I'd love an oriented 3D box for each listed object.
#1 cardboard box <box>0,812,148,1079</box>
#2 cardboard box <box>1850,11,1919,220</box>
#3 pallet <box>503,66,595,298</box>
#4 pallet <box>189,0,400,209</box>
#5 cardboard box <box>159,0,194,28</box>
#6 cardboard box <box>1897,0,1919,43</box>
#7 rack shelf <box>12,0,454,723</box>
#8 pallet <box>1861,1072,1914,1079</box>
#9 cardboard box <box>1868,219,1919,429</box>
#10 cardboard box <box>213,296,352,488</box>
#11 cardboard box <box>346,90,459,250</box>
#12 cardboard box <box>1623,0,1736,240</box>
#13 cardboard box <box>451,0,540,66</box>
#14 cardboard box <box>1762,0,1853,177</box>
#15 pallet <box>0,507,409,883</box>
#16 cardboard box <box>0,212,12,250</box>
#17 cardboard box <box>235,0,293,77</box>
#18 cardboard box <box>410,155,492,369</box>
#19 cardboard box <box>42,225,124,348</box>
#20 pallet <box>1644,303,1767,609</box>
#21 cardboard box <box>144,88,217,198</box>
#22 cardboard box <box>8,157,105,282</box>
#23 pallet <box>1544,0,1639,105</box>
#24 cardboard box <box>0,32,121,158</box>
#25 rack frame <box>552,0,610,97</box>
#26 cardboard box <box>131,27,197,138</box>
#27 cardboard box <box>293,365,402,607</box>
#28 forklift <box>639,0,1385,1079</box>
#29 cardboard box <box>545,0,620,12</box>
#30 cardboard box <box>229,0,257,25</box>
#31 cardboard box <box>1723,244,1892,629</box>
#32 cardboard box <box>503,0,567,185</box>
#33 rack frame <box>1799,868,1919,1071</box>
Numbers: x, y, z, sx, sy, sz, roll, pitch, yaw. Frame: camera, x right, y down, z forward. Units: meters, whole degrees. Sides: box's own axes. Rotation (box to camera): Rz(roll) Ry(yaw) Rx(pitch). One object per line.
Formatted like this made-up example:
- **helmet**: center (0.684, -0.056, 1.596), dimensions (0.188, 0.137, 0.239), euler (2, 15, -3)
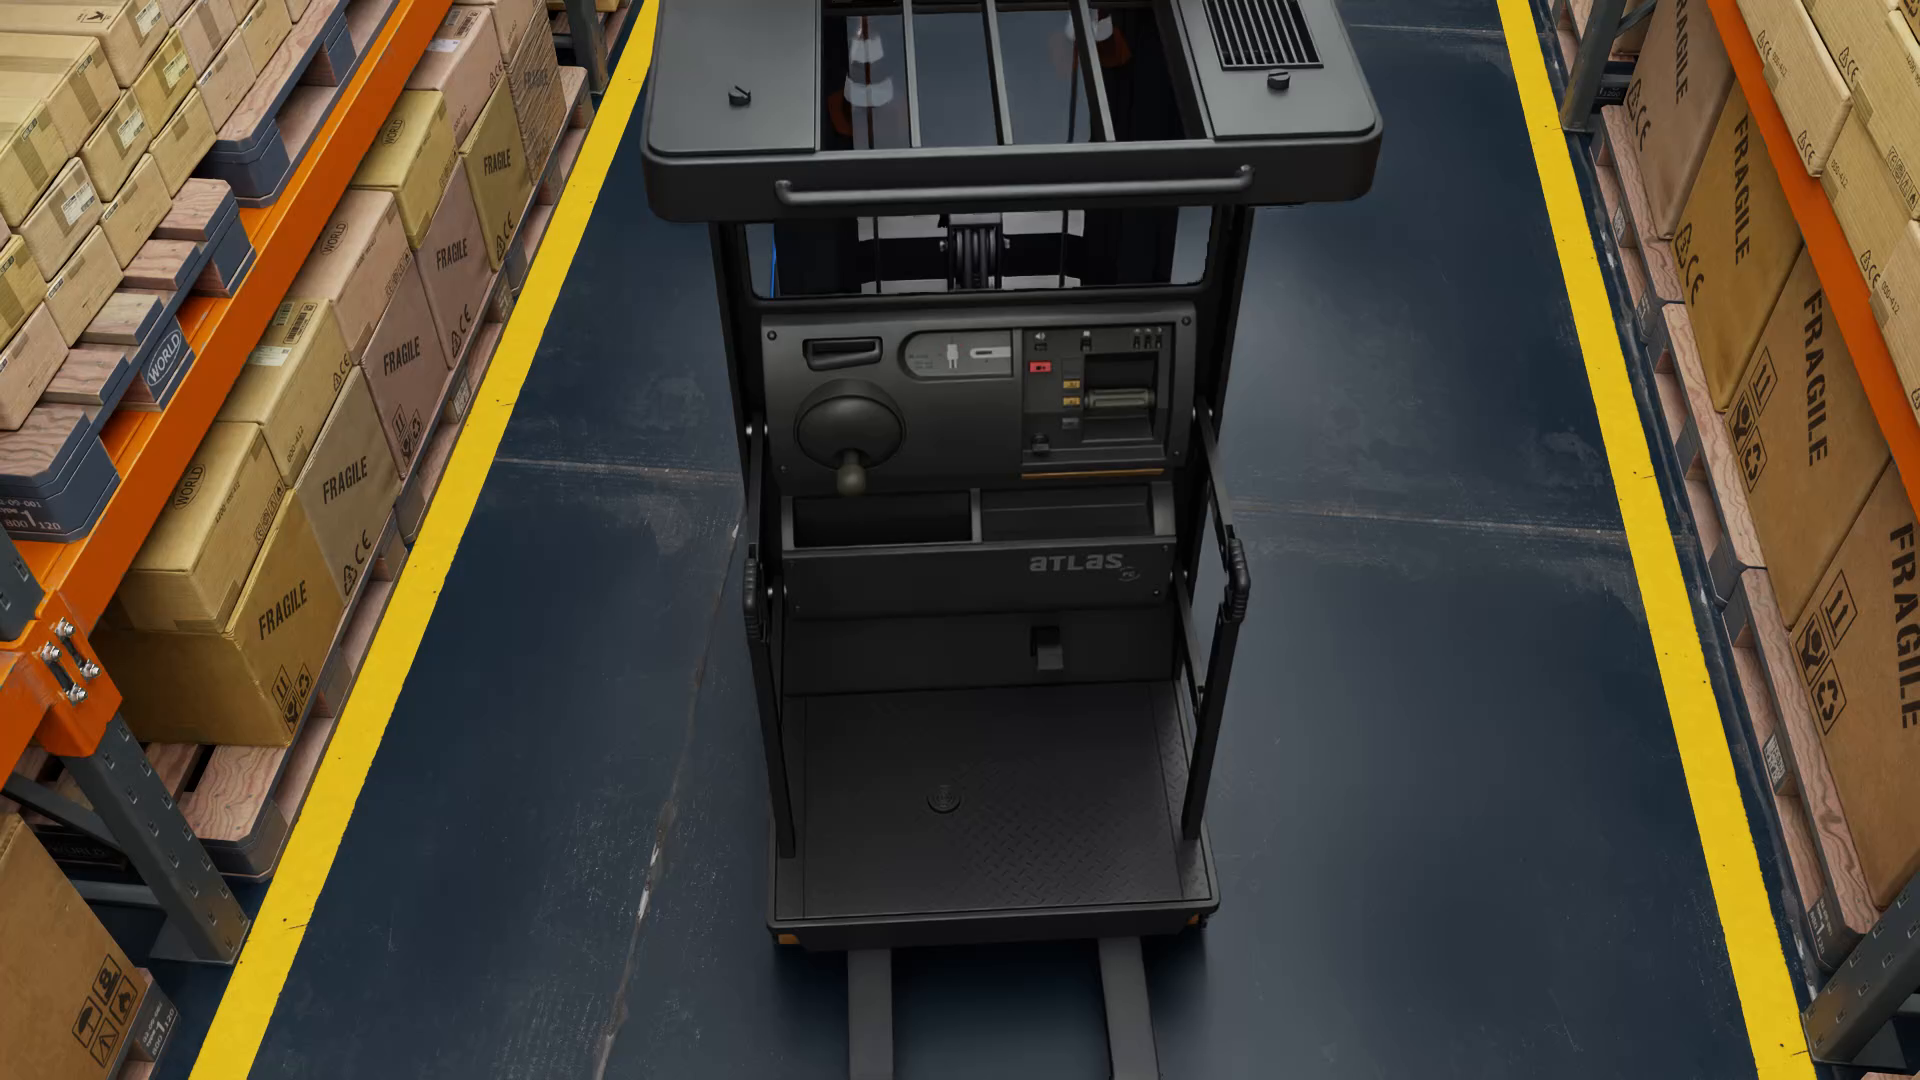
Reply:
- **cardboard box**: center (-2.493, 1.058, 3.489), dimensions (1.050, 0.750, 0.750), euler (3, 48, 3)
- **cardboard box**: center (2.451, -0.988, 3.883), dimensions (0.500, 0.250, 0.500), euler (3, 48, 3)
- **pallet**: center (-2.053, -1.427, 6.412), dimensions (1.003, 0.211, 1.213), euler (4, 48, 4)
- **pallet**: center (-2.208, -1.393, 4.621), dimensions (1.003, 0.211, 1.213), euler (4, 48, 4)
- **cardboard box**: center (-2.017, -1.356, 3.940), dimensions (0.380, 0.149, 0.250), euler (6, 48, 5)
- **cardboard box**: center (2.468, -1.253, 3.618), dimensions (0.500, 0.500, 0.500), euler (4, 48, 4)
- **rack shelf**: center (-2.166, -1.227, 4.827), dimensions (1.077, 0.370, 4.000), euler (4, 48, 4)
- **pallet**: center (2.518, 1.773, 3.485), dimensions (1.003, 0.211, 1.213), euler (4, 48, 4)
- **cardboard box**: center (2.409, -0.457, 3.737), dimensions (0.500, 0.250, 0.500), euler (5, 48, 4)
- **cardboard box**: center (-1.998, -0.415, 4.498), dimensions (0.500, 0.250, 0.500), euler (3, 48, 3)
- **cardboard box**: center (-1.894, -1.161, 5.180), dimensions (0.500, 0.250, 0.500), euler (2, 48, 2)
- **cardboard box**: center (2.978, -1.645, 5.877), dimensions (0.875, 0.875, 0.875), euler (5, 48, 5)
- **cardboard box**: center (-1.800, -1.927, 5.881), dimensions (0.500, 0.250, 0.500), euler (3, 48, 2)
- **cardboard box**: center (2.489, -1.202, 4.419), dimensions (0.500, 0.250, 0.500), euler (3, 48, 3)
- **pallet**: center (-2.275, 0.366, 4.772), dimensions (1.003, 0.211, 1.213), euler (4, 48, 4)
- **cardboard box**: center (-2.113, -0.588, 3.238), dimensions (0.380, 0.149, 0.250), euler (4, 48, 4)
- **cardboard box**: center (-1.987, -1.347, 4.335), dimensions (0.380, 0.149, 0.250), euler (4, 48, 4)
- **cardboard box**: center (-1.898, -0.924, 5.471), dimensions (0.500, 0.500, 0.500), euler (3, 48, 3)
- **cardboard box**: center (-2.082, -0.570, 3.624), dimensions (0.380, 0.149, 0.250), euler (6, 48, 5)
- **pallet**: center (2.851, -0.269, 5.353), dimensions (1.003, 0.211, 1.213), euler (4, 48, 4)
- **cardboard box**: center (-2.034, -0.967, 3.987), dimensions (0.380, 0.149, 0.250), euler (6, 48, 5)
- **cardboard box**: center (-2.081, -0.699, 3.541), dimensions (0.380, 0.149, 0.250), euler (6, 48, 5)
- **pallet**: center (3.102, -2.294, 7.205), dimensions (1.003, 0.211, 1.213), euler (4, 48, 4)
- **cardboard box**: center (-2.064, -0.962, 3.580), dimensions (0.380, 0.149, 0.250), euler (4, 48, 3)
- **rack frame**: center (-1.983, -2.940, 5.906), dimensions (1.000, 3.000, 0.127), euler (4, 48, 4)
- **cardboard box**: center (-2.038, -1.081, 3.890), dimensions (0.380, 0.149, 0.250), euler (4, 48, 4)
- **cardboard box**: center (-1.987, -0.171, 4.783), dimensions (0.500, 0.500, 0.500), euler (4, 48, 4)
- **forklift**: center (0.057, -0.205, 3.451), dimensions (1.130, 2.935, 3.031), euler (-2, 48, -2)
- **cardboard box**: center (-1.630, -2.365, 7.028), dimensions (0.380, 0.149, 0.250), euler (2, 48, 2)
- **cardboard box**: center (-1.988, -1.446, 4.224), dimensions (0.380, 0.149, 0.250), euler (3, 48, 3)
- **cardboard box**: center (2.822, -0.324, 4.669), dimensions (0.875, 0.875, 0.875), euler (4, 48, 4)
- **cardboard box**: center (-1.800, -1.677, 6.161), dimensions (0.500, 0.500, 0.500), euler (3, 48, 3)
- **rack frame**: center (2.591, 0.258, 2.981), dimensions (1.000, 3.000, 0.127), euler (4, 48, 4)
